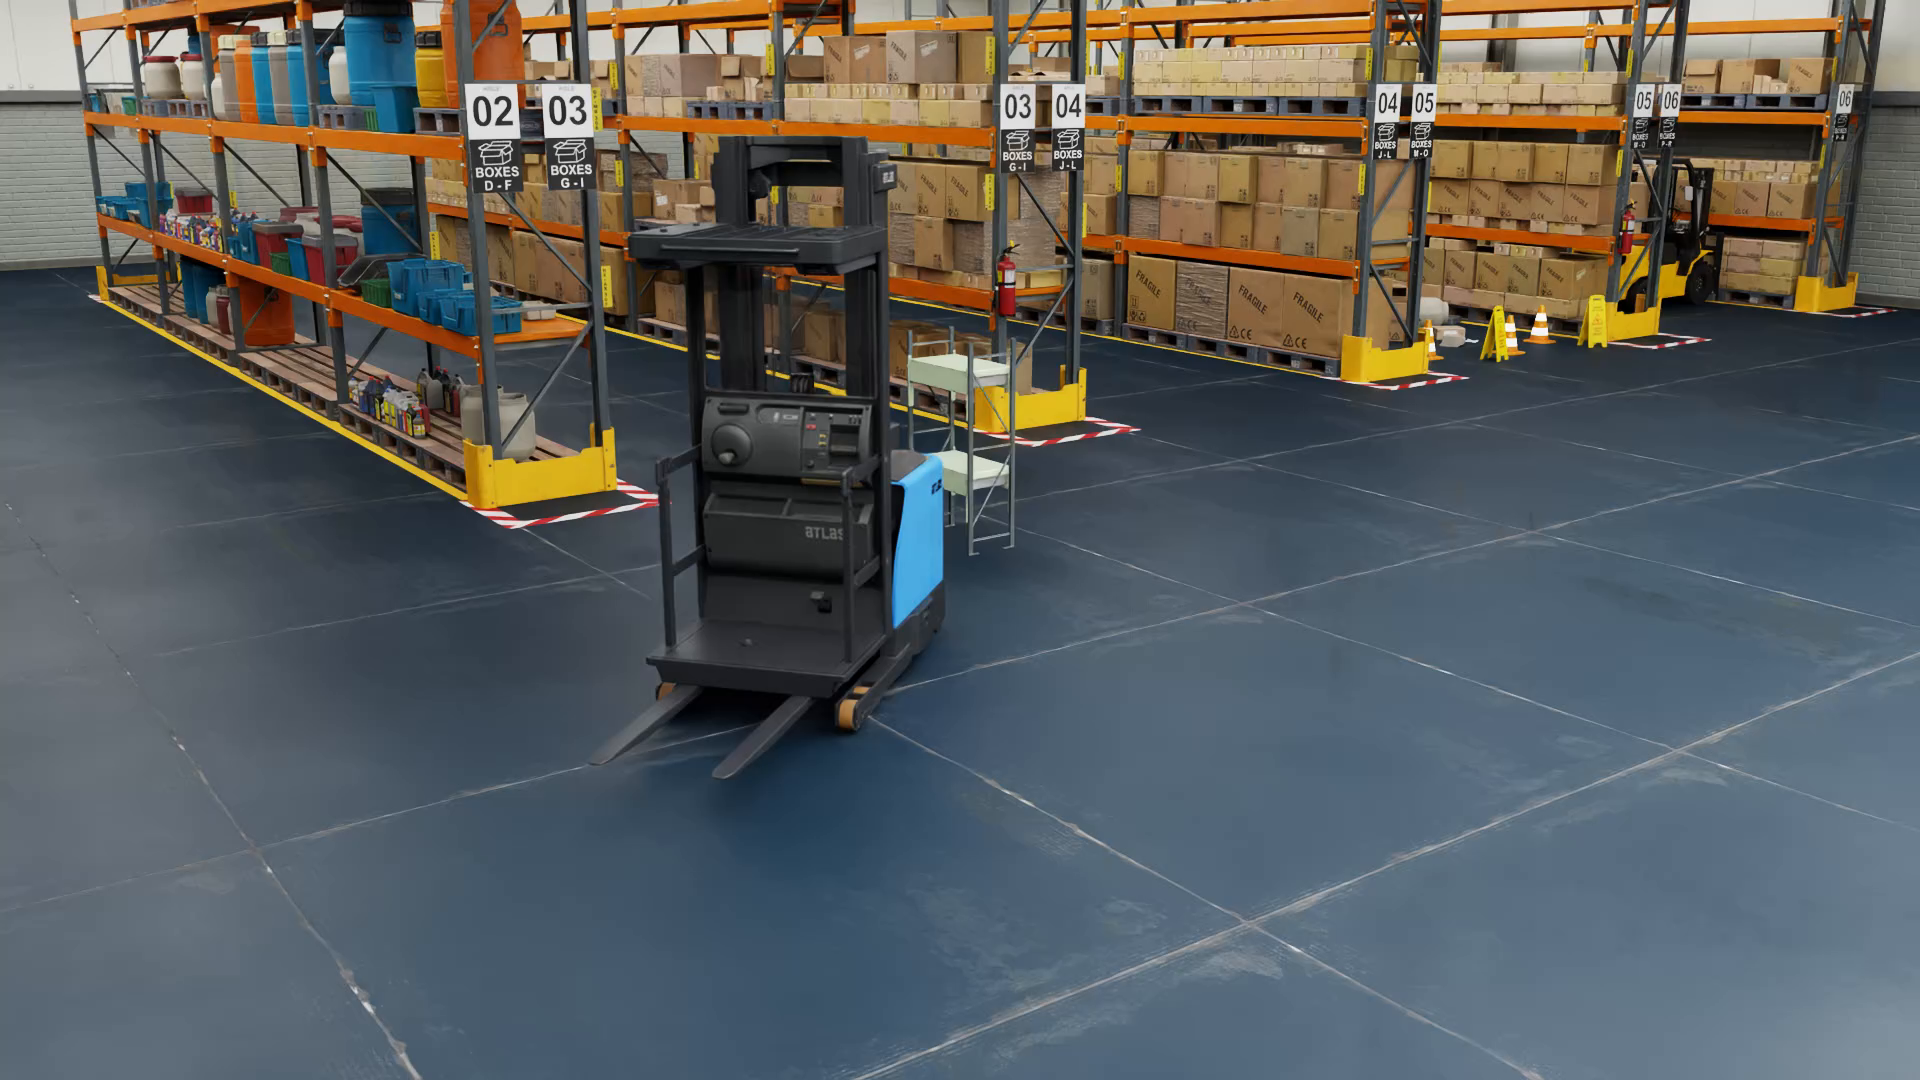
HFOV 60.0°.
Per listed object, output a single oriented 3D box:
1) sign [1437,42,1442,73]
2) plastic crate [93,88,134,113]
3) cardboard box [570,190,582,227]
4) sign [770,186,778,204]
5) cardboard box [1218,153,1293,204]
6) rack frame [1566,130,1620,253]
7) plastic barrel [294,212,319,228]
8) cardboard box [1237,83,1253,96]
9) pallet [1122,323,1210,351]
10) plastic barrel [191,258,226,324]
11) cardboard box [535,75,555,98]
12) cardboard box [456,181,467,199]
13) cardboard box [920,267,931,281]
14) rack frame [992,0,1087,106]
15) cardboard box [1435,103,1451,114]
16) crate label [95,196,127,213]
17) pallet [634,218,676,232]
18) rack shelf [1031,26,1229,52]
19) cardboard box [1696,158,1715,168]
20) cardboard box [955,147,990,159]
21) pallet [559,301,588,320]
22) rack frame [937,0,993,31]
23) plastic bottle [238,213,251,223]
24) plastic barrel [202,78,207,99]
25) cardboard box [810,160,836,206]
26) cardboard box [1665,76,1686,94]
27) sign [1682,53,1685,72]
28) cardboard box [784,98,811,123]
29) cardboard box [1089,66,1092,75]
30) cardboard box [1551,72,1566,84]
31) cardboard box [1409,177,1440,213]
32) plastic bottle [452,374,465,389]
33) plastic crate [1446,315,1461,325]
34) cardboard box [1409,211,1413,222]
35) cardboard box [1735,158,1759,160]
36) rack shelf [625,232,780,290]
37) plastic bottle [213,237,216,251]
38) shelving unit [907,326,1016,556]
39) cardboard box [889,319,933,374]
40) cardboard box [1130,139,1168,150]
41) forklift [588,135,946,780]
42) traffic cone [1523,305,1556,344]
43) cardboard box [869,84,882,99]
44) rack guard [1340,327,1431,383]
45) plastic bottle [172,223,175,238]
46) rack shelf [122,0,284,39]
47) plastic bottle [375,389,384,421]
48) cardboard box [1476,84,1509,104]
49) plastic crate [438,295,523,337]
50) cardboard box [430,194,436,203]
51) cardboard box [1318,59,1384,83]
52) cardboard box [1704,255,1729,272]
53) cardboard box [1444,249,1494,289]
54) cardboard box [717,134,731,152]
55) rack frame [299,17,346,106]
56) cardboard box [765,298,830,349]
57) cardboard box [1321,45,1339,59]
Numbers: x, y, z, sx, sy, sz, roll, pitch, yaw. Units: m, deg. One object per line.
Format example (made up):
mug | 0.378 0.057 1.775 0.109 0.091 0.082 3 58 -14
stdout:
sign | 5.259 -5.308 18.301 0.100 0.325 0.005 -11 19 -35
plastic crate | -12.003 -6.264 23.718 0.504 0.338 0.767 -11 19 -35
cardboard box | -5.056 -4.610 23.047 0.500 0.500 0.500 -12 19 -36
sign | -2.064 -3.894 18.429 0.100 0.325 0.005 -11 19 -35
cardboard box | 3.586 -4.332 19.893 0.875 0.550 0.500 -11 19 -35
rack frame | 10.412 -5.732 27.338 1.000 3.000 0.127 -11 19 -35
plastic barrel | -7.197 -3.376 18.515 0.421 0.512 0.421 0 15 0
cardboard box | 3.441 -5.238 19.339 0.380 0.149 0.250 -11 19 -34
pallet | 2.839 -2.652 21.364 1.003 0.211 1.213 -11 19 -35
plastic barrel | -9.604 -3.283 21.567 0.600 0.901 0.708 -11 19 -35
cardboard box | -5.748 -6.489 23.795 0.500 0.311 0.500 -12 19 -36
cardboard box | -7.694 -5.584 26.515 0.500 0.250 0.500 -11 19 -36
cardboard box | -0.182 -2.691 16.701 0.380 0.149 0.250 -11 19 -35
rack frame | 0.735 -5.462 14.987 1.000 3.000 0.127 -11 19 -35
cardboard box | 6.843 -6.022 23.190 0.380 0.149 0.250 -10 18 -33
crate label | -12.800 -5.061 25.088 0.416 0.233 0.303 -11 19 -35
pallet | -3.463 -4.049 21.550 1.213 0.211 1.003 -11 19 -35
rack shelf | 2.871 -8.596 28.557 1.077 0.370 4.000 -11 19 -35
cardboard box | 11.476 -5.753 25.432 0.380 0.149 0.250 -11 19 -34
cardboard box | 0.359 -5.458 24.253 0.700 0.500 0.500 -11 19 -35
pallet | -5.084 -3.372 23.998 1.003 0.211 1.213 -11 19 -35
rack frame | 0.103 -7.919 23.963 1.000 3.000 0.127 -11 19 -35
plastic bottle | -8.918 -3.905 20.757 0.144 0.351 0.185 -11 19 -35
plastic barrel | -8.724 -5.297 19.532 0.301 0.262 0.301 0 15 0
cardboard box | -1.263 -3.855 17.831 0.500 0.500 0.500 -11 19 -35
cardboard box | 11.039 -7.001 25.561 0.396 0.266 0.258 -11 19 -36
sign | 9.190 -6.059 21.196 0.100 0.325 0.005 -11 19 -35
cardboard box | -1.559 -4.661 18.027 0.500 0.250 0.500 -12 19 -37
cardboard box | 1.979 -8.134 29.445 0.500 0.500 0.500 -11 19 -36
cardboard box | 7.921 -6.018 21.666 0.380 0.149 0.250 -11 19 -34
cardboard box | 6.747 -4.912 23.588 0.500 0.500 0.500 -11 19 -35
plastic bottle | -4.709 -1.386 15.642 0.144 0.351 0.185 -11 19 -35
plastic crate | 6.659 -3.090 23.215 0.583 0.080 0.402 10 18 33
cardboard box | 6.516 -4.677 23.958 0.380 0.149 0.250 -10 18 -33
cardboard box | 12.063 -5.782 25.537 0.380 0.149 0.250 -11 19 -36
rack shelf | -2.793 -3.503 20.555 1.077 0.370 4.000 -11 19 -35
plastic bottle | -8.747 -3.509 19.592 0.097 0.201 0.097 0 15 0
shelving unit | 0.004 -0.722 11.873 0.431 1.500 0.755 -11 19 -35
cardboard box | -0.642 -2.087 17.957 0.500 0.500 0.500 -13 20 -39
cardboard box | 3.224 -6.524 28.146 0.500 0.500 0.500 -10 18 -34
forklift | -0.967 -0.549 8.531 1.130 2.935 3.031 4 16 15
traffic cone | 7.455 -2.775 21.338 0.336 0.463 0.334 -11 19 -35
cardboard box | -0.699 -4.550 16.865 0.380 0.149 0.250 -10 18 -33
rack guard | 4.821 -2.106 18.824 1.175 0.500 0.348 -11 19 -35
plastic bottle | -10.044 -3.981 21.314 0.097 0.201 0.097 0 15 0
rack shelf | -9.151 -6.289 20.128 1.077 0.370 4.000 -11 19 -35
plastic bottle | -5.310 -1.237 15.227 0.061 0.283 0.133 -10 18 -32
cardboard box | 7.330 -6.017 22.418 0.500 0.250 0.500 -11 19 -34
plastic crate | -3.808 -1.789 13.211 0.499 0.251 0.616 -11 19 -35
cardboard box | -8.579 -5.682 27.632 0.380 0.149 0.250 -11 19 -35
cardboard box | 4.293 -5.147 18.252 0.500 0.250 0.500 -11 19 -34
cardboard box | 11.618 -4.267 25.449 0.500 0.250 0.500 -11 19 -36
cardboard box | 7.156 -3.808 23.299 0.500 0.500 0.500 -10 18 -32
cardboard box | -3.962 -7.049 29.502 0.500 0.500 0.500 -11 19 -36
rack frame | -5.623 -5.548 15.299 1.000 3.000 0.127 -11 19 -35
cardboard box | -1.960 -2.564 19.663 0.700 0.500 0.500 -13 20 -39
cardboard box | 4.188 -5.351 18.242 0.380 0.149 0.250 -11 19 -34
